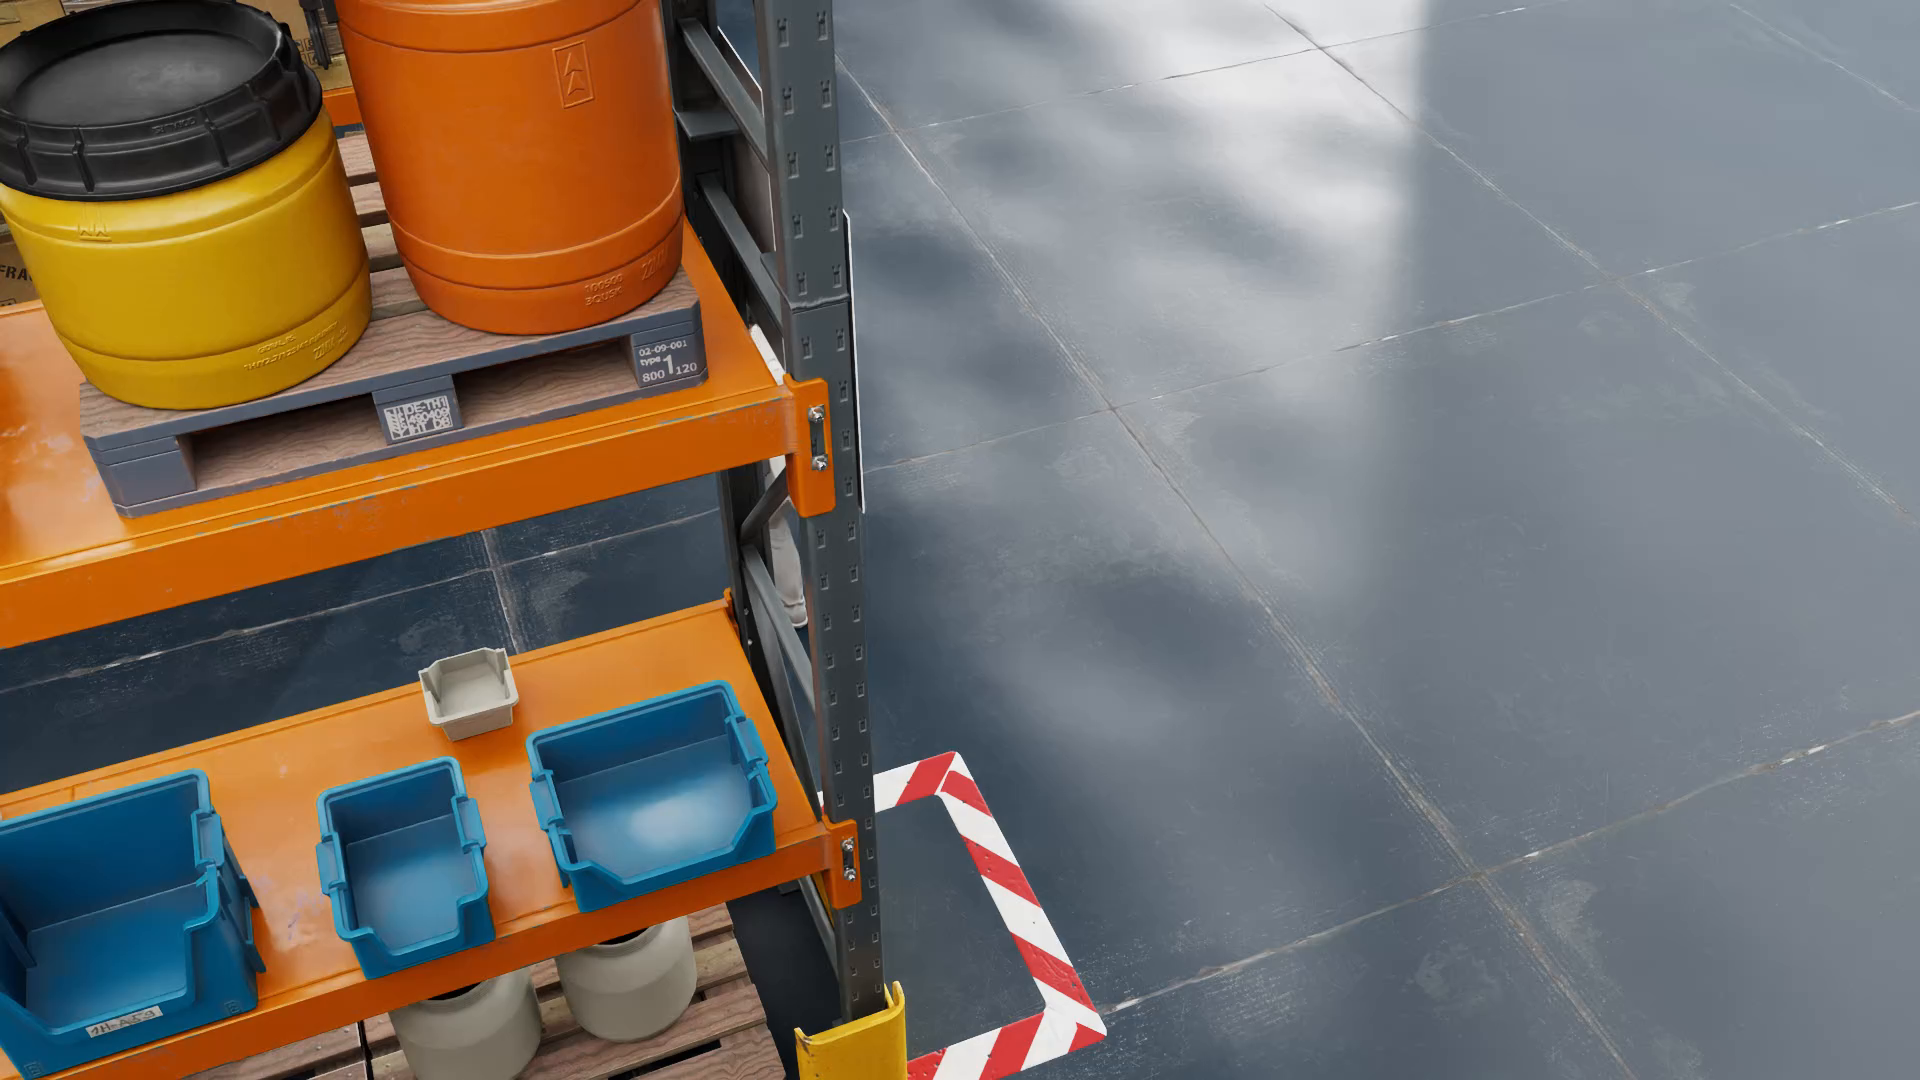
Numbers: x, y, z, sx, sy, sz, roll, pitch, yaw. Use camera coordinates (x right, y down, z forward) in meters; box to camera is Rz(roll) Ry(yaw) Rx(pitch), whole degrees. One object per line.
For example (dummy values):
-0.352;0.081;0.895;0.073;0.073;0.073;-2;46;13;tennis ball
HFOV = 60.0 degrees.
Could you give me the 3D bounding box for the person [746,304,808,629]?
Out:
-0.703;-0.360;6.765;0.416;1.395;0.826;-17;45;-18;person
